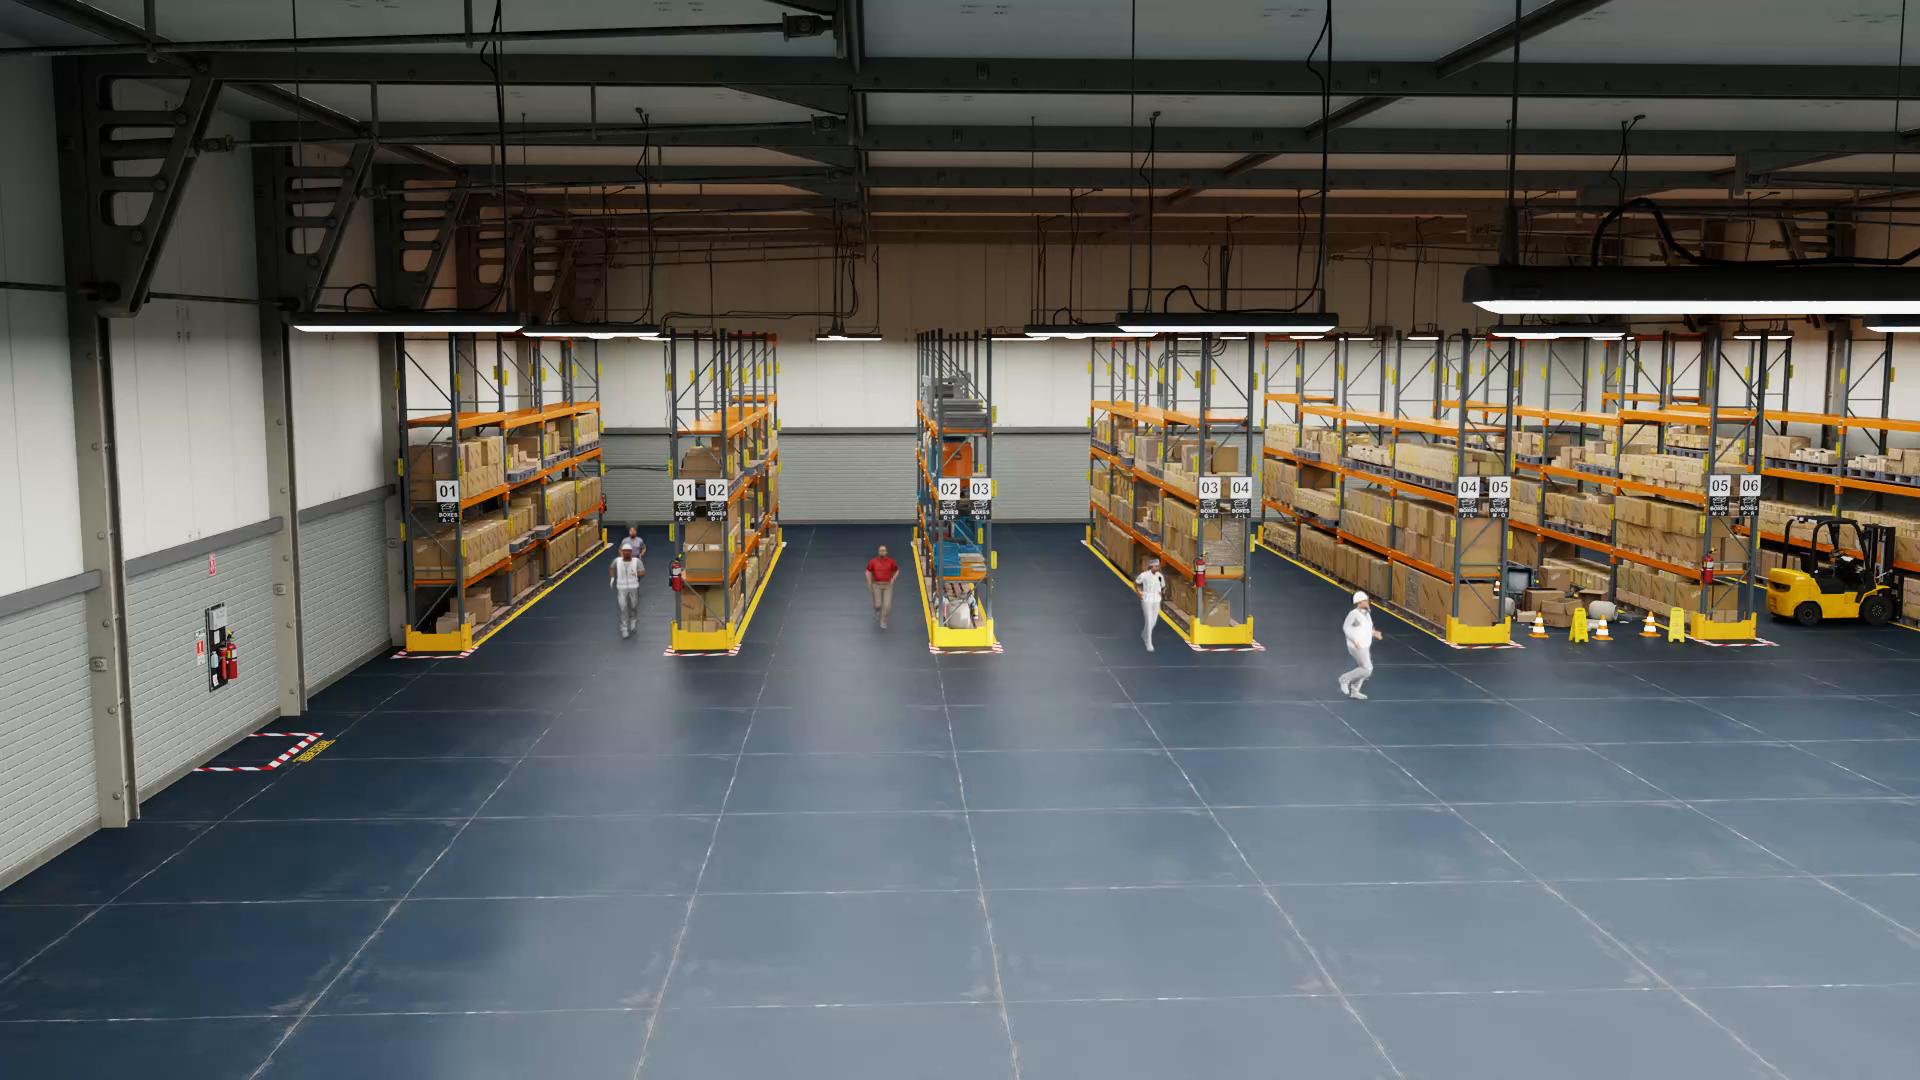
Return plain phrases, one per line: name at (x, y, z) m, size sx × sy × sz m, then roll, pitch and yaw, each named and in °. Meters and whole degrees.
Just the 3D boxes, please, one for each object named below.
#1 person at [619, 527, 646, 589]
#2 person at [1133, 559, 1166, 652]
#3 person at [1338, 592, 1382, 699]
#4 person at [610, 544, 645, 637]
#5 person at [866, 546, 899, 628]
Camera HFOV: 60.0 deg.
person at (-7.406, 0.505, 37.657) m, size 0.593 × 1.583 × 0.551 m, roll -2°, pitch 7°, yaw -15°
person at (3.638, 1.194, 31.420) m, size 0.583 × 1.701 × 0.889 m, roll -3°, pitch 7°, yaw -22°
person at (6.491, 1.701, 26.907) m, size 0.610 × 1.743 × 0.652 m, roll 4°, pitch 8°, yaw 33°
person at (-6.534, 0.957, 32.709) m, size 0.683 × 1.777 × 0.992 m, roll -1°, pitch 7°, yaw -12°
person at (-1.558, 0.949, 33.568) m, size 0.678 × 1.669 × 0.591 m, roll -1°, pitch 7°, yaw -7°
